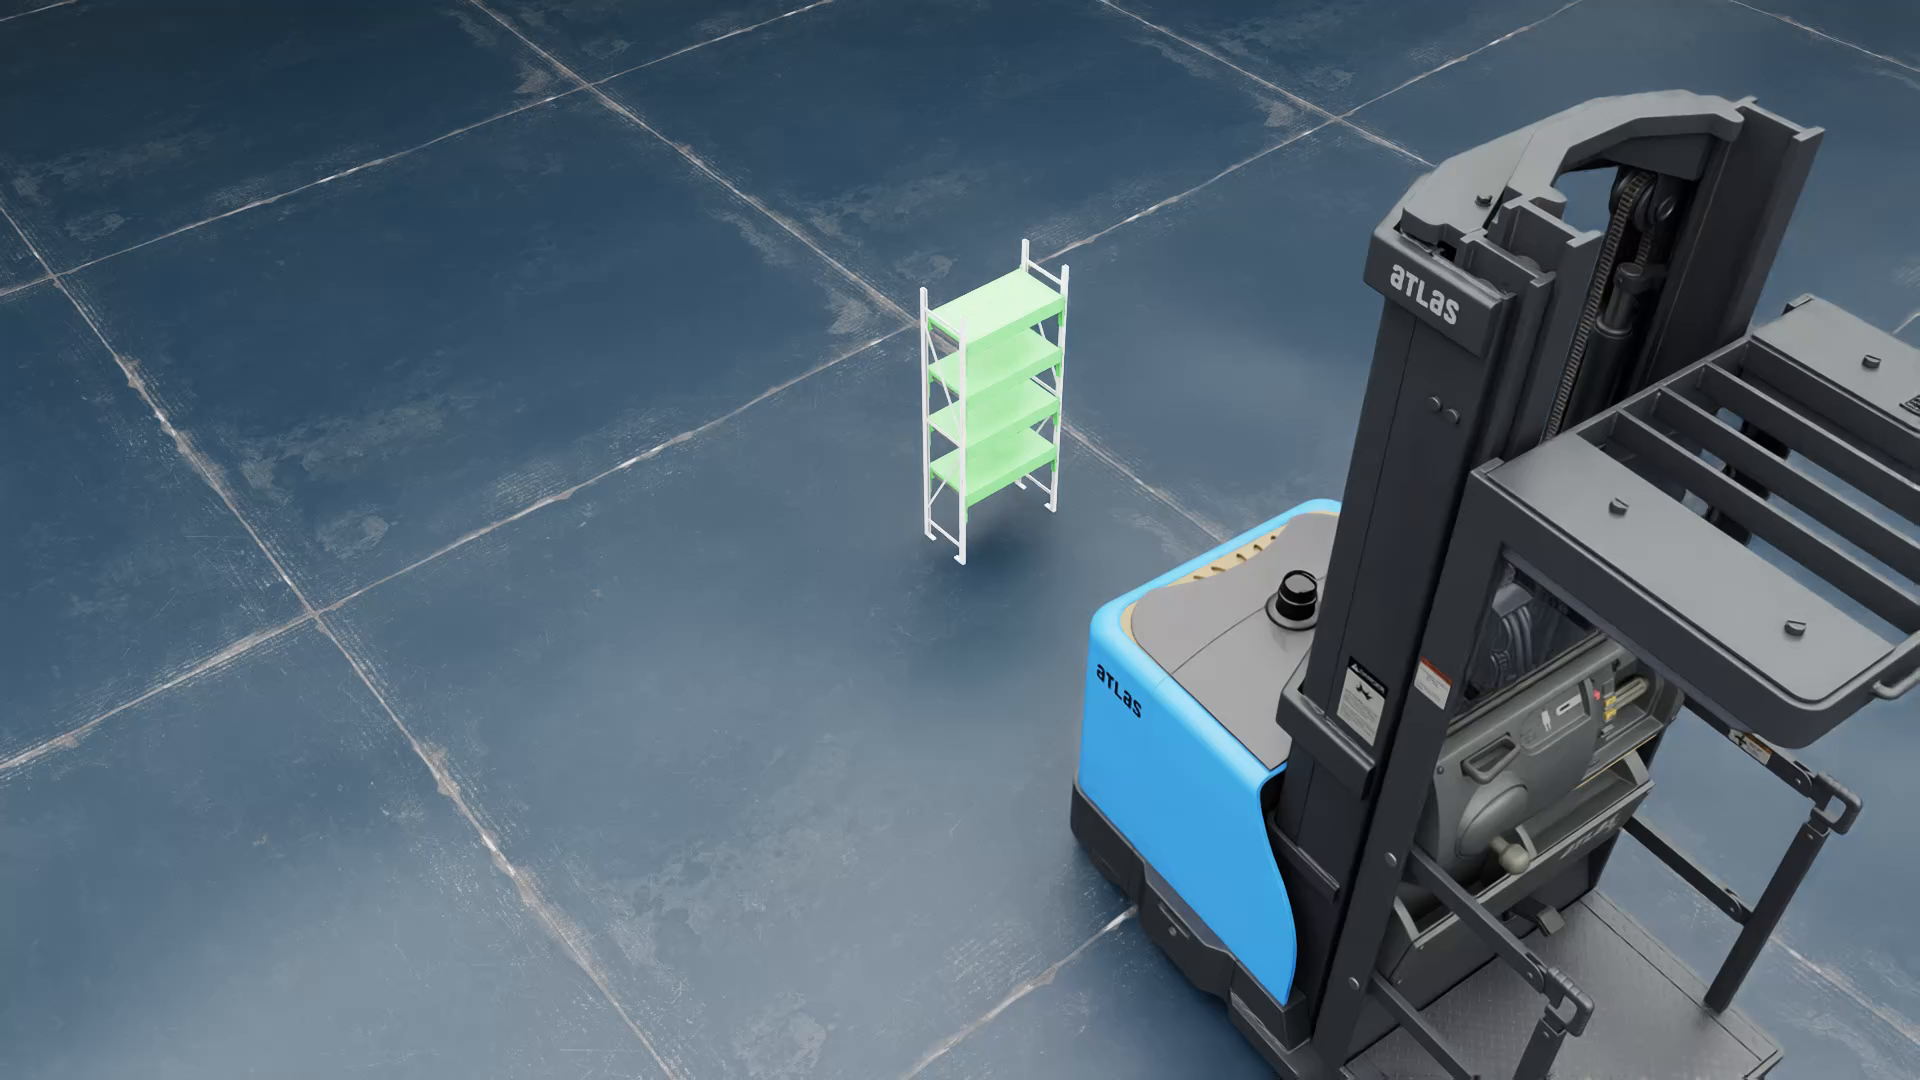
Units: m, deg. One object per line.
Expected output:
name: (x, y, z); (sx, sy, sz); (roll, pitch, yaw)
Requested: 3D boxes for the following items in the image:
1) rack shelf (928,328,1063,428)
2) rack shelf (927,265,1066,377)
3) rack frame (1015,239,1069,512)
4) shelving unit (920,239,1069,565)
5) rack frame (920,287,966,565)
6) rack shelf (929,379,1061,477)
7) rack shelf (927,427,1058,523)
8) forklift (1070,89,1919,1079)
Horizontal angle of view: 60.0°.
rack shelf: (0.127, -0.638, 6.296); (0.480, 0.148, 0.258); (-30, 51, -28)
rack shelf: (0.127, -0.813, 6.132); (0.480, 0.148, 0.258); (-30, 51, -28)
rack frame: (0.314, -0.617, 6.531); (0.015, 1.200, 0.240); (-30, 51, -28)
shelving unit: (0.127, -0.510, 6.417); (0.503, 1.200, 0.258); (-30, 51, -28)
rack frame: (-0.060, -0.403, 6.303); (0.015, 1.200, 0.240); (-30, 51, -28)
rack shelf: (0.127, -0.463, 6.460); (0.480, 0.148, 0.258); (-30, 51, -28)
rack shelf: (0.127, -0.289, 6.625); (0.480, 0.148, 0.258); (-30, 51, -28)
forklift: (1.620, 0.576, 3.996); (1.130, 2.935, 3.031); (-25, 49, -24)
